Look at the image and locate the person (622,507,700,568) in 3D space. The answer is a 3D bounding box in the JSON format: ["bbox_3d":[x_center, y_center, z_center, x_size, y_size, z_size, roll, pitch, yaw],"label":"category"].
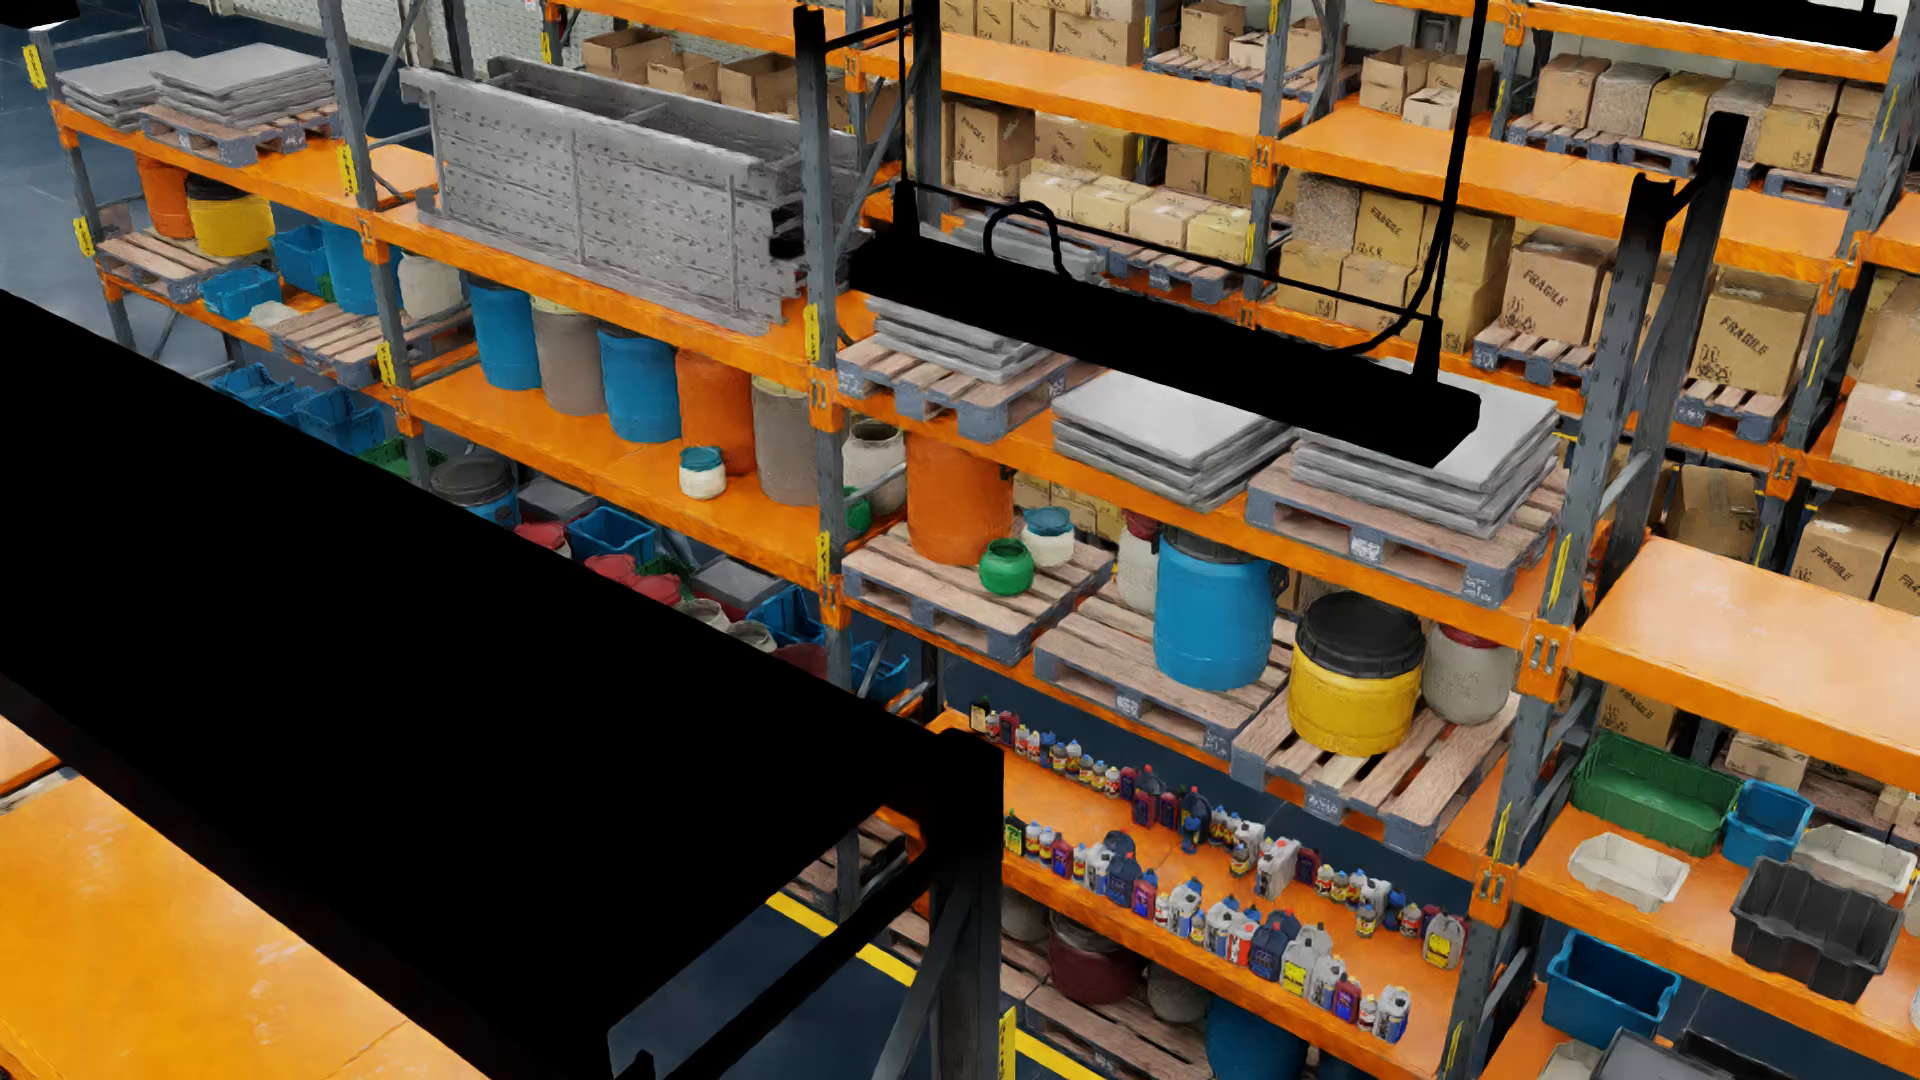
[{"bbox_3d":[-2.602,-0.369,14.256,0.575,1.714,0.719,20,37,29],"label":"person"}]
